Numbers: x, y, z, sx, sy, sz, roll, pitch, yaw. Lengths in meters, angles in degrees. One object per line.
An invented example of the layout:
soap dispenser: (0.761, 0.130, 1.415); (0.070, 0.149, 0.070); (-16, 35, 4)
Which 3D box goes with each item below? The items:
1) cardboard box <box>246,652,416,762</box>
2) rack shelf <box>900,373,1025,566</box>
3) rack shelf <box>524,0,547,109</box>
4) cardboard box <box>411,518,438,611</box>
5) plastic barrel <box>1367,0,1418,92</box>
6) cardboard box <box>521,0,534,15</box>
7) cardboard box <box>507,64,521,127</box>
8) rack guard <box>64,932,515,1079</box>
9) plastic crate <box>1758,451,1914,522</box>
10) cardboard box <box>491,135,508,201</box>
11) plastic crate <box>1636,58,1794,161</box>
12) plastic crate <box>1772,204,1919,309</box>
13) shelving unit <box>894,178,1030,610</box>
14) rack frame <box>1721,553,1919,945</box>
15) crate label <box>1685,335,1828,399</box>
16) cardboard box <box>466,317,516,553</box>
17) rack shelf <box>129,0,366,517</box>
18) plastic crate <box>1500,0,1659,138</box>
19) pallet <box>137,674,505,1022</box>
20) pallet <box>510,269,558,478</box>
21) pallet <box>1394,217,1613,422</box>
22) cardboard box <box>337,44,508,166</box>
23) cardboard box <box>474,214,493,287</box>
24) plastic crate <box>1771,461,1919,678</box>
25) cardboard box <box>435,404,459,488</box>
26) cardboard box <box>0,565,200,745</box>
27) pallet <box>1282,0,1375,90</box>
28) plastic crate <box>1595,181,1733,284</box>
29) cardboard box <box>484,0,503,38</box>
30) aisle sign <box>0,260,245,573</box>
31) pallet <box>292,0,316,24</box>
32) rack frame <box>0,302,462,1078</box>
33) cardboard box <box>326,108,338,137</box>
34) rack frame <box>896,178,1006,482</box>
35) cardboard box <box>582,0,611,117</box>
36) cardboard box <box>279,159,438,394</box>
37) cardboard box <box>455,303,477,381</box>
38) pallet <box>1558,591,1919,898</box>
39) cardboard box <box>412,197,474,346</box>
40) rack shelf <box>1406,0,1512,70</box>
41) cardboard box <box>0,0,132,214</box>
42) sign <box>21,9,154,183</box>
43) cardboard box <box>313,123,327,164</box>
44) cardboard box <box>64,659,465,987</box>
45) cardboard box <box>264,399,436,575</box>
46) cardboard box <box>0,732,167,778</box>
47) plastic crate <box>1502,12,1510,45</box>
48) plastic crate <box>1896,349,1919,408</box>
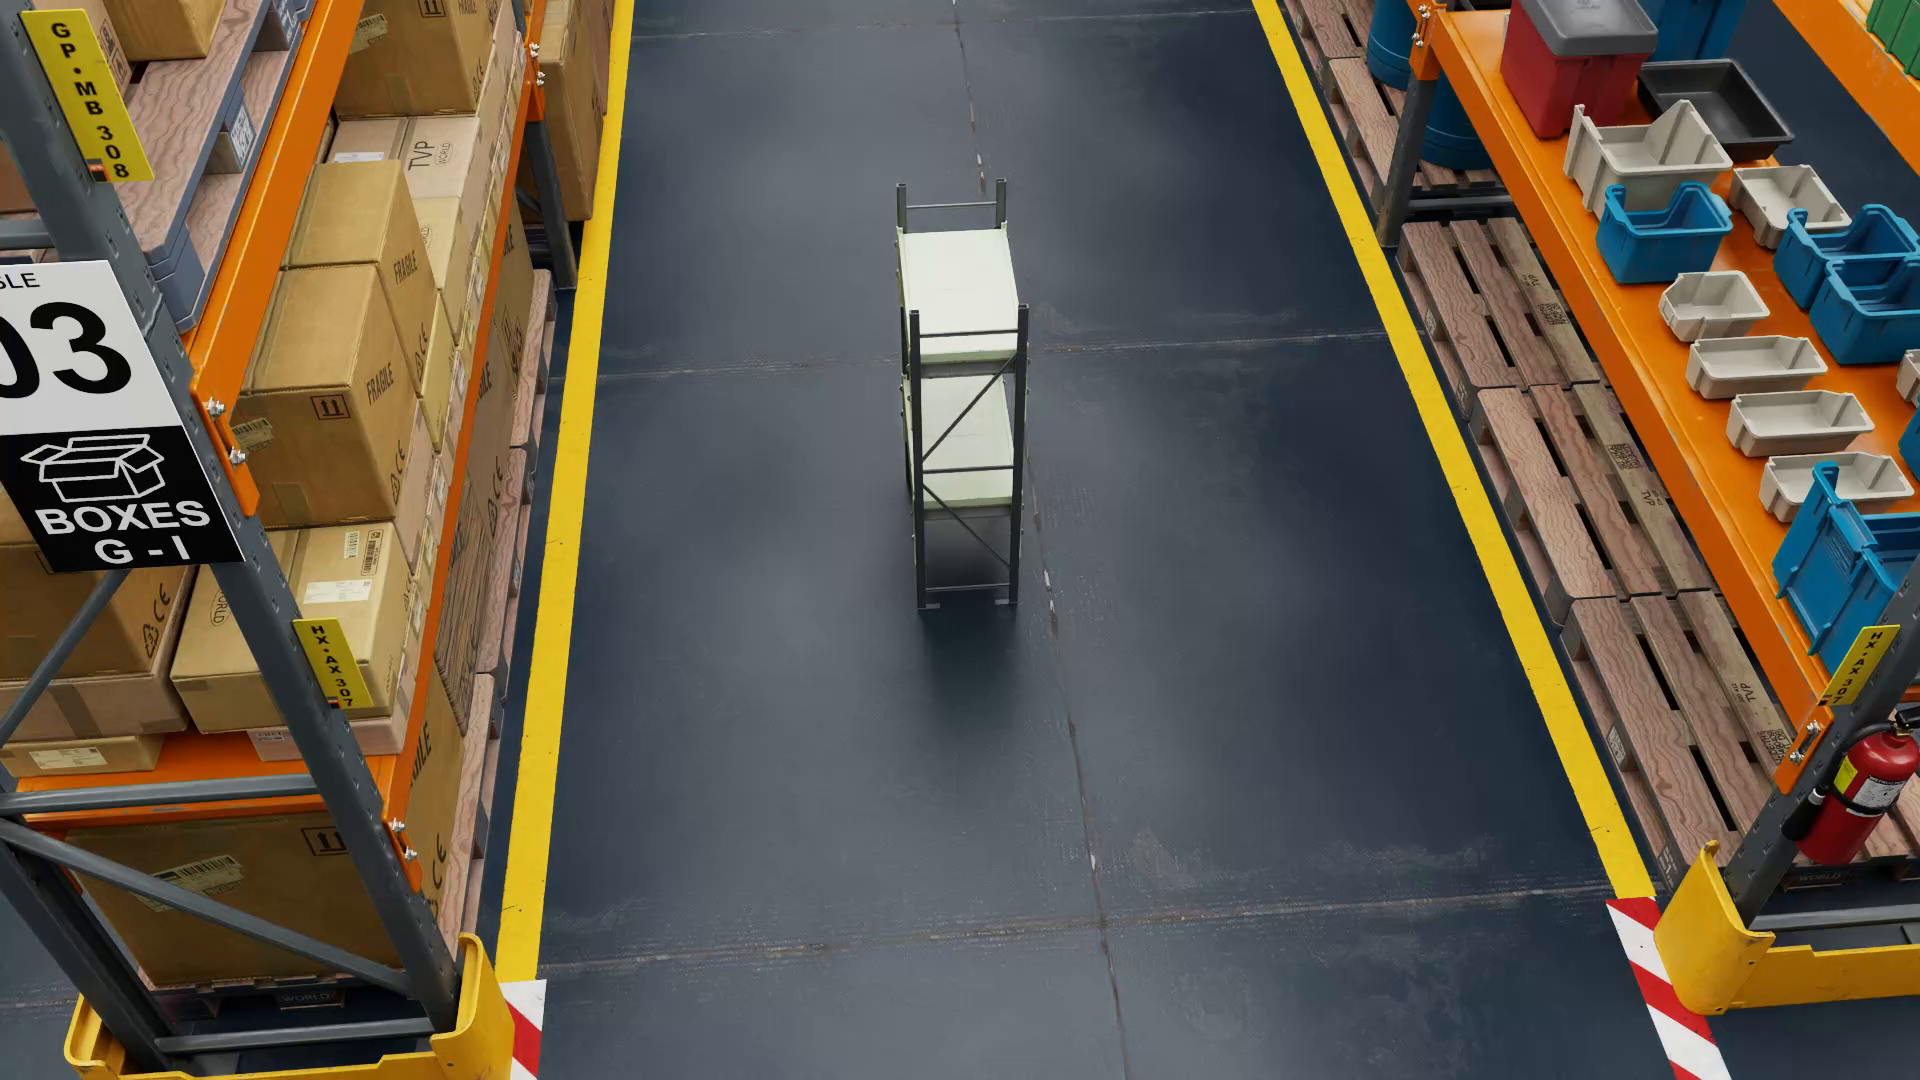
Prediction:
cardboard box: (-1.719, 0.456, 4.562); (0.380, 0.149, 0.250); (-3, 47, -3)
rack shelf: (-0.001, -0.296, 6.583); (0.431, 0.370, 0.720); (-3, 47, -3)
rack shelf: (-2.521, -3.447, 8.581); (1.077, 0.370, 4.000); (-3, 47, -3)
cardboard box: (-1.764, 0.085, 4.913); (0.380, 0.149, 0.250); (-4, 47, -4)
plastic barrel: (2.494, -2.879, 8.703); (0.600, 0.901, 0.708); (-3, 47, -3)
cardboard box: (-2.143, -2.630, 7.243); (0.500, 0.500, 0.500); (-3, 47, -3)
cardboard box: (-1.979, -1.774, 6.674); (0.380, 0.149, 0.250); (-3, 47, -3)
rack guard: (-2.016, 1.523, 5.100); (1.175, 0.500, 0.348); (-3, 47, -3)
plastic crate: (2.668, -0.164, 5.116); (0.396, 0.136, 0.243); (-3, 47, -3)
cardboard box: (-1.937, -1.403, 6.322); (0.380, 0.149, 0.250); (-3, 47, -3)
plastic crate: (2.944, -1.681, 6.561); (0.437, 0.125, 0.590); (-3, 47, -3)
plastic crate: (3.089, -0.986, 5.829); (0.416, 0.233, 0.300); (-3, 47, -3)
shelving unit: (-0.001, -0.521, 6.347); (0.431, 1.500, 0.755); (-3, 47, -3)
rack frame: (2.917, 0.345, 4.494); (1.000, 3.000, 0.127); (-3, 47, -3)
crate label: (2.611, -0.574, 5.505); (0.396, 0.136, 0.243); (-3, 47, -3)
cardboard box: (-2.302, -0.528, 6.495); (0.875, 0.875, 0.875); (-3, 47, -3)
rack shelf: (-2.186, -1.585, 4.751); (1.077, 0.370, 4.000); (-3, 47, -3)
plastic crate: (2.407, -1.930, 6.563); (0.402, 0.464, 0.583); (-3, 47, -3)
pallet: (-2.163, 1.031, 5.764); (1.003, 0.211, 1.213); (-3, 47, -3)
pallet: (-2.368, -0.734, 7.436); (1.003, 0.211, 1.213); (-3, 47, -3)
pallet: (2.683, -1.060, 7.745); (1.003, 0.211, 1.213); (-3, 47, -3)
cardboard box: (-2.009, -1.621, 6.254); (0.500, 0.250, 0.500); (-2, 47, -2)
cardboard box: (-1.893, -1.031, 5.970); (0.380, 0.149, 0.250); (-4, 47, -4)
plastic crate: (2.703, 0.082, 4.678); (0.616, 0.435, 0.499); (-3, 47, -3)
cardboard box: (-1.807, -0.288, 5.266); (0.380, 0.149, 0.250); (-4, 47, -4)
cardboard box: (-2.323, 0.261, 4.472); (0.500, 0.250, 0.500); (-4, 47, -4)
pallet: (2.454, -3.035, 9.616); (1.003, 0.211, 1.213); (-3, 47, -3)
plastic crate: (2.490, -1.088, 5.925); (0.416, 0.233, 0.300); (-3, 47, -3)
cardboard box: (-2.048, -2.240, 6.324); (0.500, 0.500, 0.500); (-2, 47, -2)
aisle sign: (-1.713, -0.214, 3.233); (0.394, 0.787, 0.004); (-3, 47, -3)
pallet: (-2.196, -1.775, 4.497); (1.003, 0.211, 1.213); (-3, 47, -3)
rack frame: (-2.018, 0.646, 4.208); (1.000, 3.000, 0.127); (-3, 47, -3)
cardboard box: (-2.538, -1.582, 6.218); (0.500, 0.250, 0.500); (-4, 47, -3)
rack frame: (-0.031, -0.785, 6.597); (0.400, 1.500, 0.023); (-3, 47, -3)
cardboard box: (-2.502, -2.770, 8.618); (1.225, 0.875, 0.875); (-5, 47, -5)
cardboard box: (-1.881, -0.762, 4.924); (0.500, 0.500, 0.500); (-5, 47, -4)
cardboard box: (-1.849, -0.657, 5.616); (0.380, 0.149, 0.250); (-5, 47, -4)
pallet: (2.887, 0.705, 6.073); (1.003, 0.211, 1.213); (-3, 47, -3)
cardboard box: (-1.927, -0.885, 5.557); (0.500, 0.250, 0.500); (-4, 47, -4)
rack shelf: (2.415, -3.748, 8.866); (1.077, 0.370, 4.000); (-3, 47, -3)
cardboard box: (-2.115, -0.971, 3.247); (0.700, 0.500, 0.500); (-6, 47, -6)
sign: (-1.465, -0.742, 2.801); (0.100, 0.325, 0.005); (-3, 47, -3)
cardboard box: (-2.486, -1.461, 5.586); (0.500, 0.500, 0.500); (-5, 47, -5)
cardboard box: (-2.152, 0.774, 5.261); (0.875, 0.875, 0.875); (-3, 47, -3)
cardboard box: (-1.840, -0.144, 4.855); (0.500, 0.250, 0.500); (-4, 47, -4)
cardboard box: (-2.376, 0.495, 4.525); (0.380, 0.149, 0.250); (-3, 47, -3)
plastic crate: (2.479, -2.133, 6.981); (0.396, 0.136, 0.243); (-3, 47, -3)
plastic crate: (3.223, -0.511, 5.445); (0.250, 0.136, 0.298); (-3, 47, -3)
